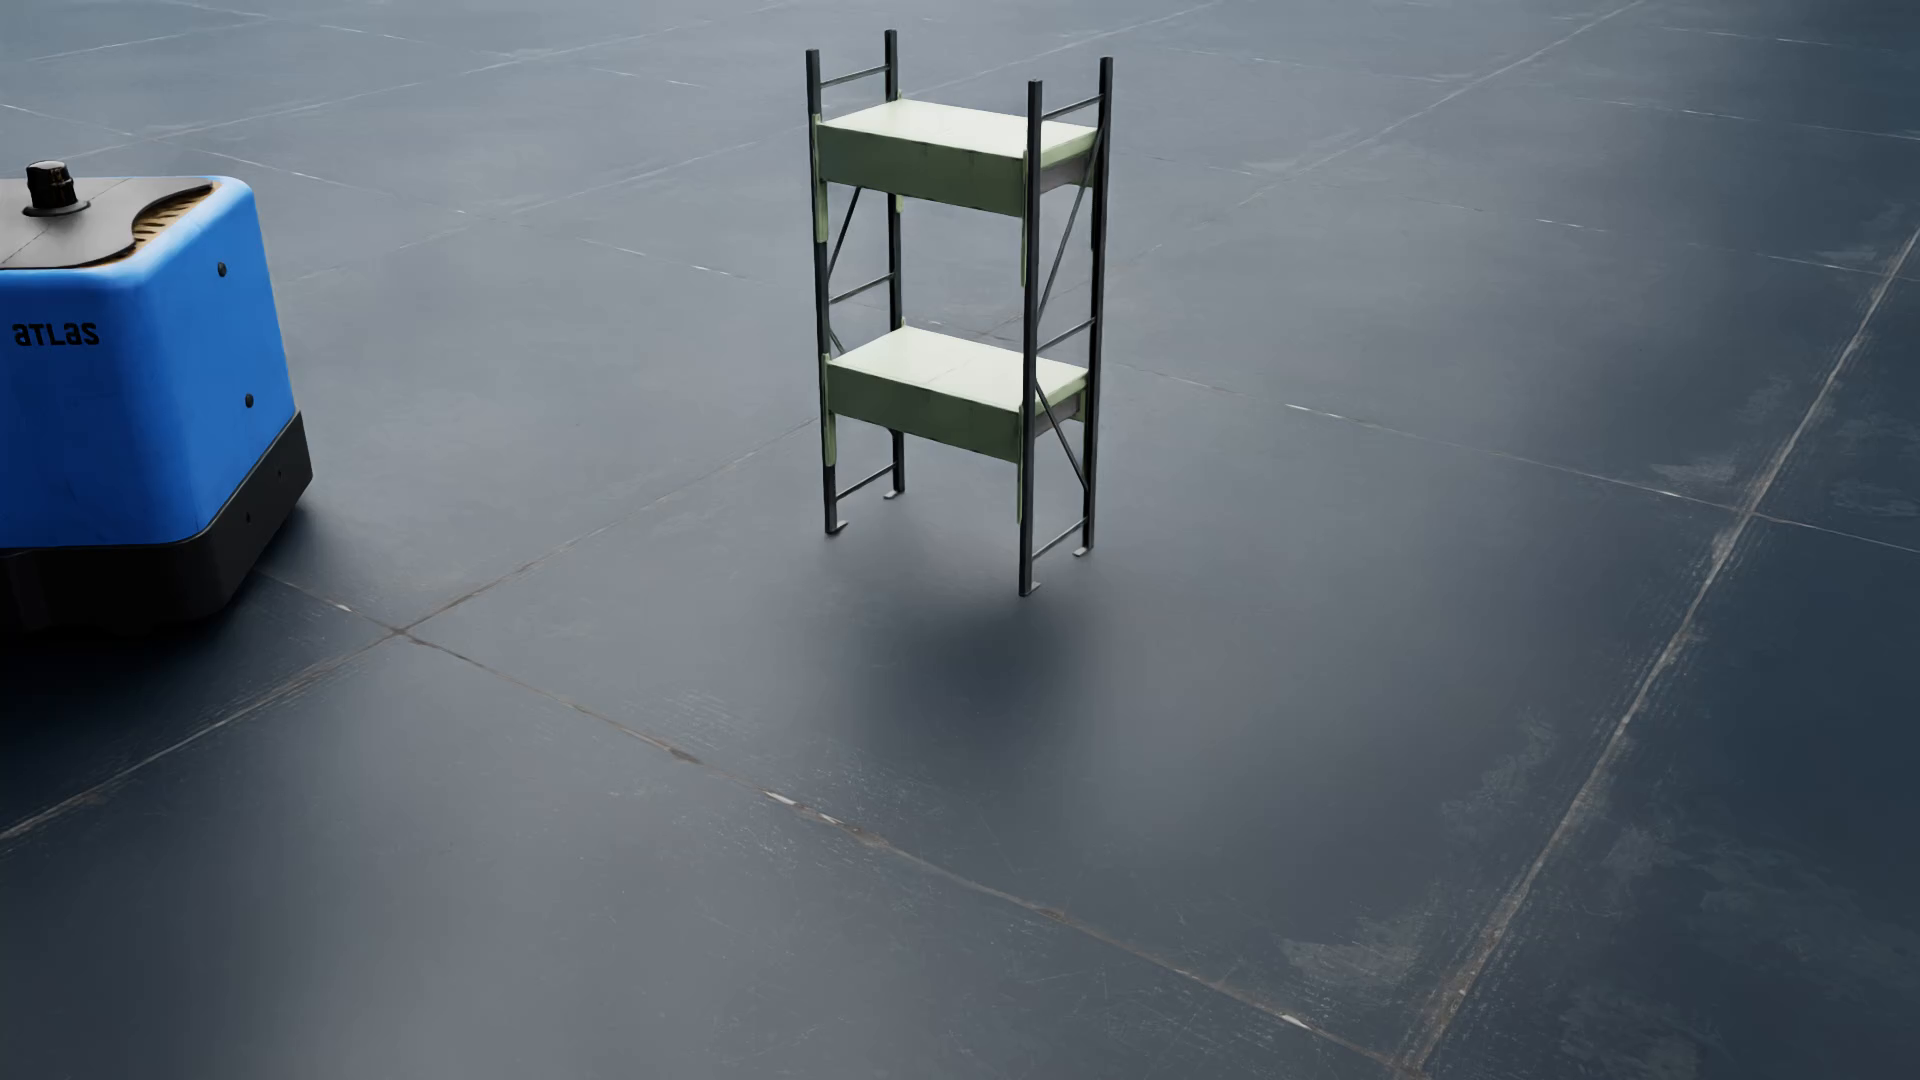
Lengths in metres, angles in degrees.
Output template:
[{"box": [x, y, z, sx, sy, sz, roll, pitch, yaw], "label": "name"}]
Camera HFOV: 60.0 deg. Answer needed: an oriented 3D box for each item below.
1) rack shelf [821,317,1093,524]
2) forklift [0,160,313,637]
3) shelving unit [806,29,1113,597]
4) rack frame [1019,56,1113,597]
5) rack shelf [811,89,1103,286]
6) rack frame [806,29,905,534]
[{"box": [-0.006, -0.380, 5.061, 0.720, 0.370, 0.431, 17, 32, 30], "label": "rack shelf"}, {"box": [-3.625, -1.212, 4.400, 3.031, 2.935, 1.130, -1, 27, -3], "label": "forklift"}, {"box": [-0.006, -0.670, 4.913, 0.755, 1.500, 0.431, 17, 32, 30], "label": "shelving unit"}, {"box": [0.296, -0.576, 4.729, 0.023, 1.500, 0.400, 17, 32, 30], "label": "rack frame"}, {"box": [-0.006, -1.018, 4.736, 0.720, 0.370, 0.431, 17, 32, 30], "label": "rack shelf"}, {"box": [-0.307, -0.764, 5.098, 0.023, 1.500, 0.400, 17, 32, 30], "label": "rack frame"}]
